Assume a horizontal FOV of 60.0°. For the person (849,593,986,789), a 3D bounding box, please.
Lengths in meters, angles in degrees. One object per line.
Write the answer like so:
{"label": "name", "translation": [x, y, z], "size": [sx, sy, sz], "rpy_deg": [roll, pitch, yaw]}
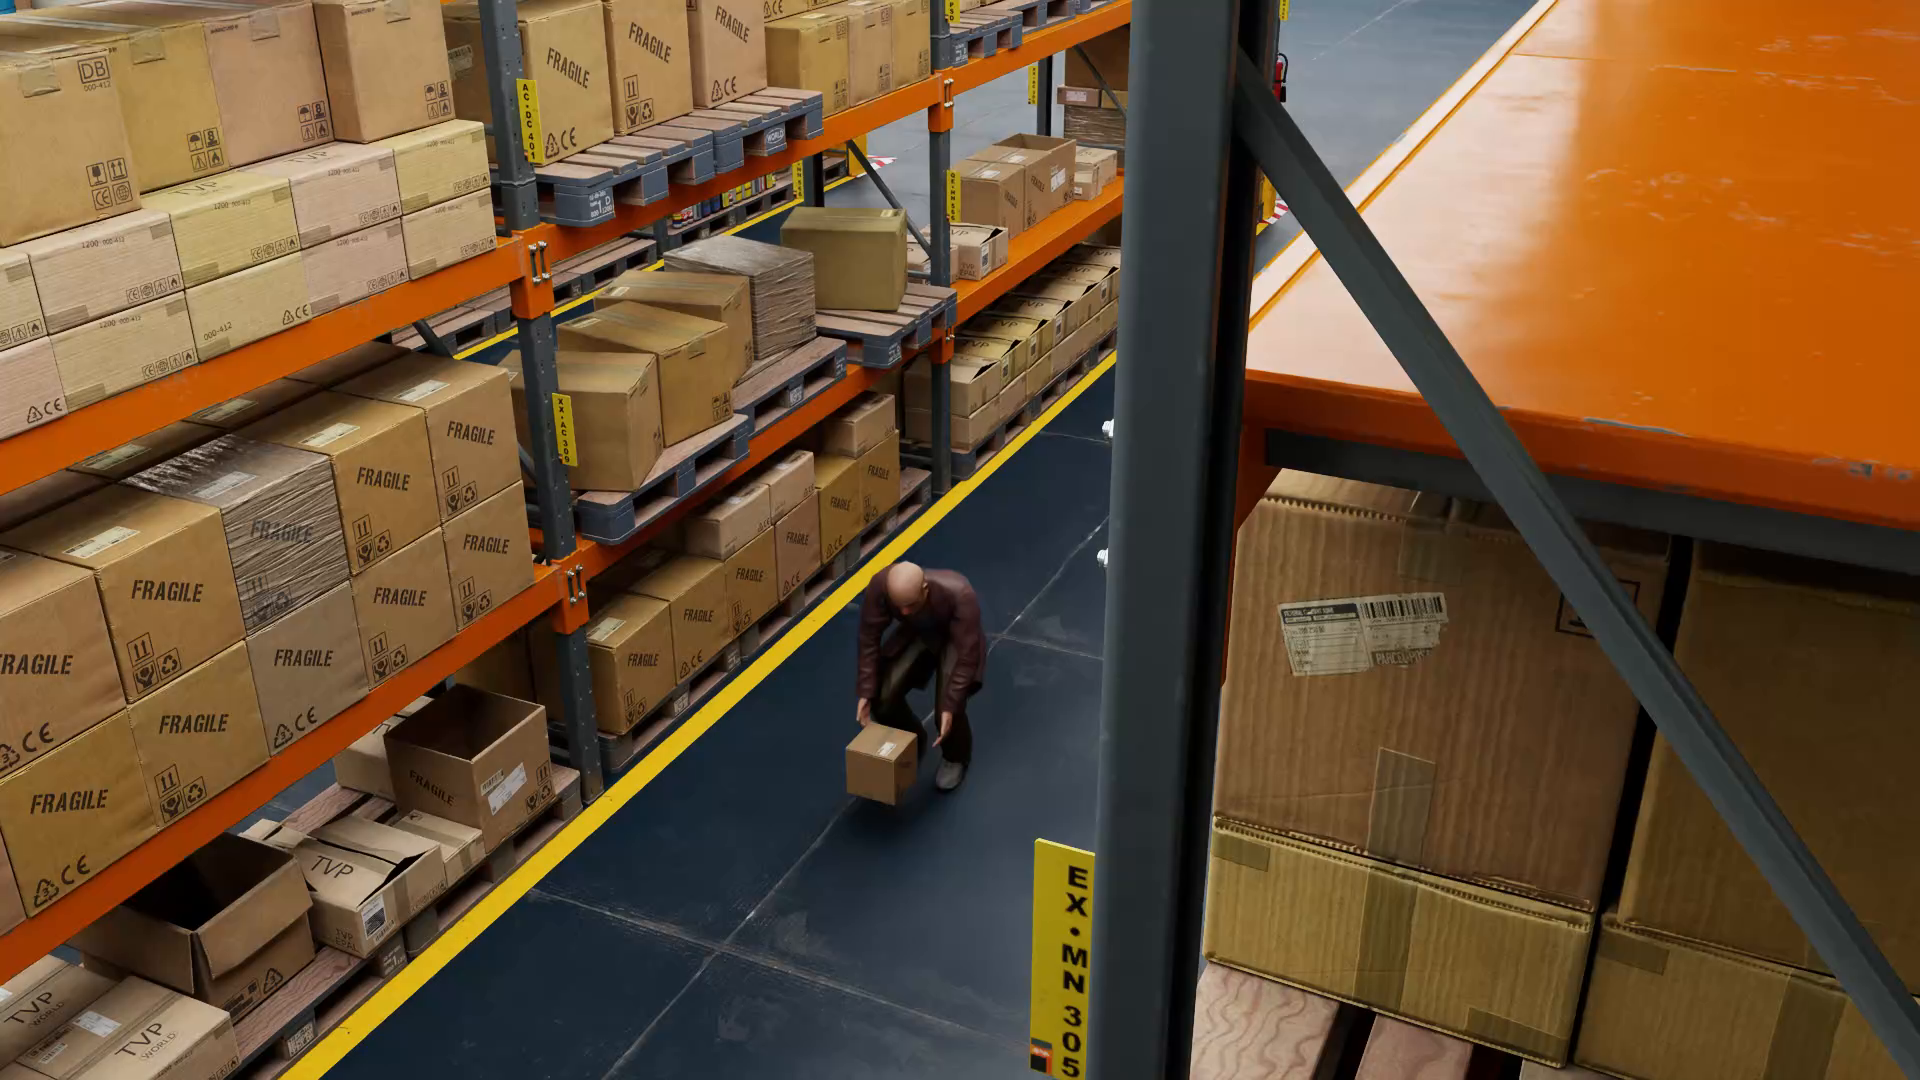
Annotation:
{"label": "person", "translation": [-0.162, 0.663, 7.990], "size": [0.617, 1.141, 0.849], "rpy_deg": [11, 28, 22]}
